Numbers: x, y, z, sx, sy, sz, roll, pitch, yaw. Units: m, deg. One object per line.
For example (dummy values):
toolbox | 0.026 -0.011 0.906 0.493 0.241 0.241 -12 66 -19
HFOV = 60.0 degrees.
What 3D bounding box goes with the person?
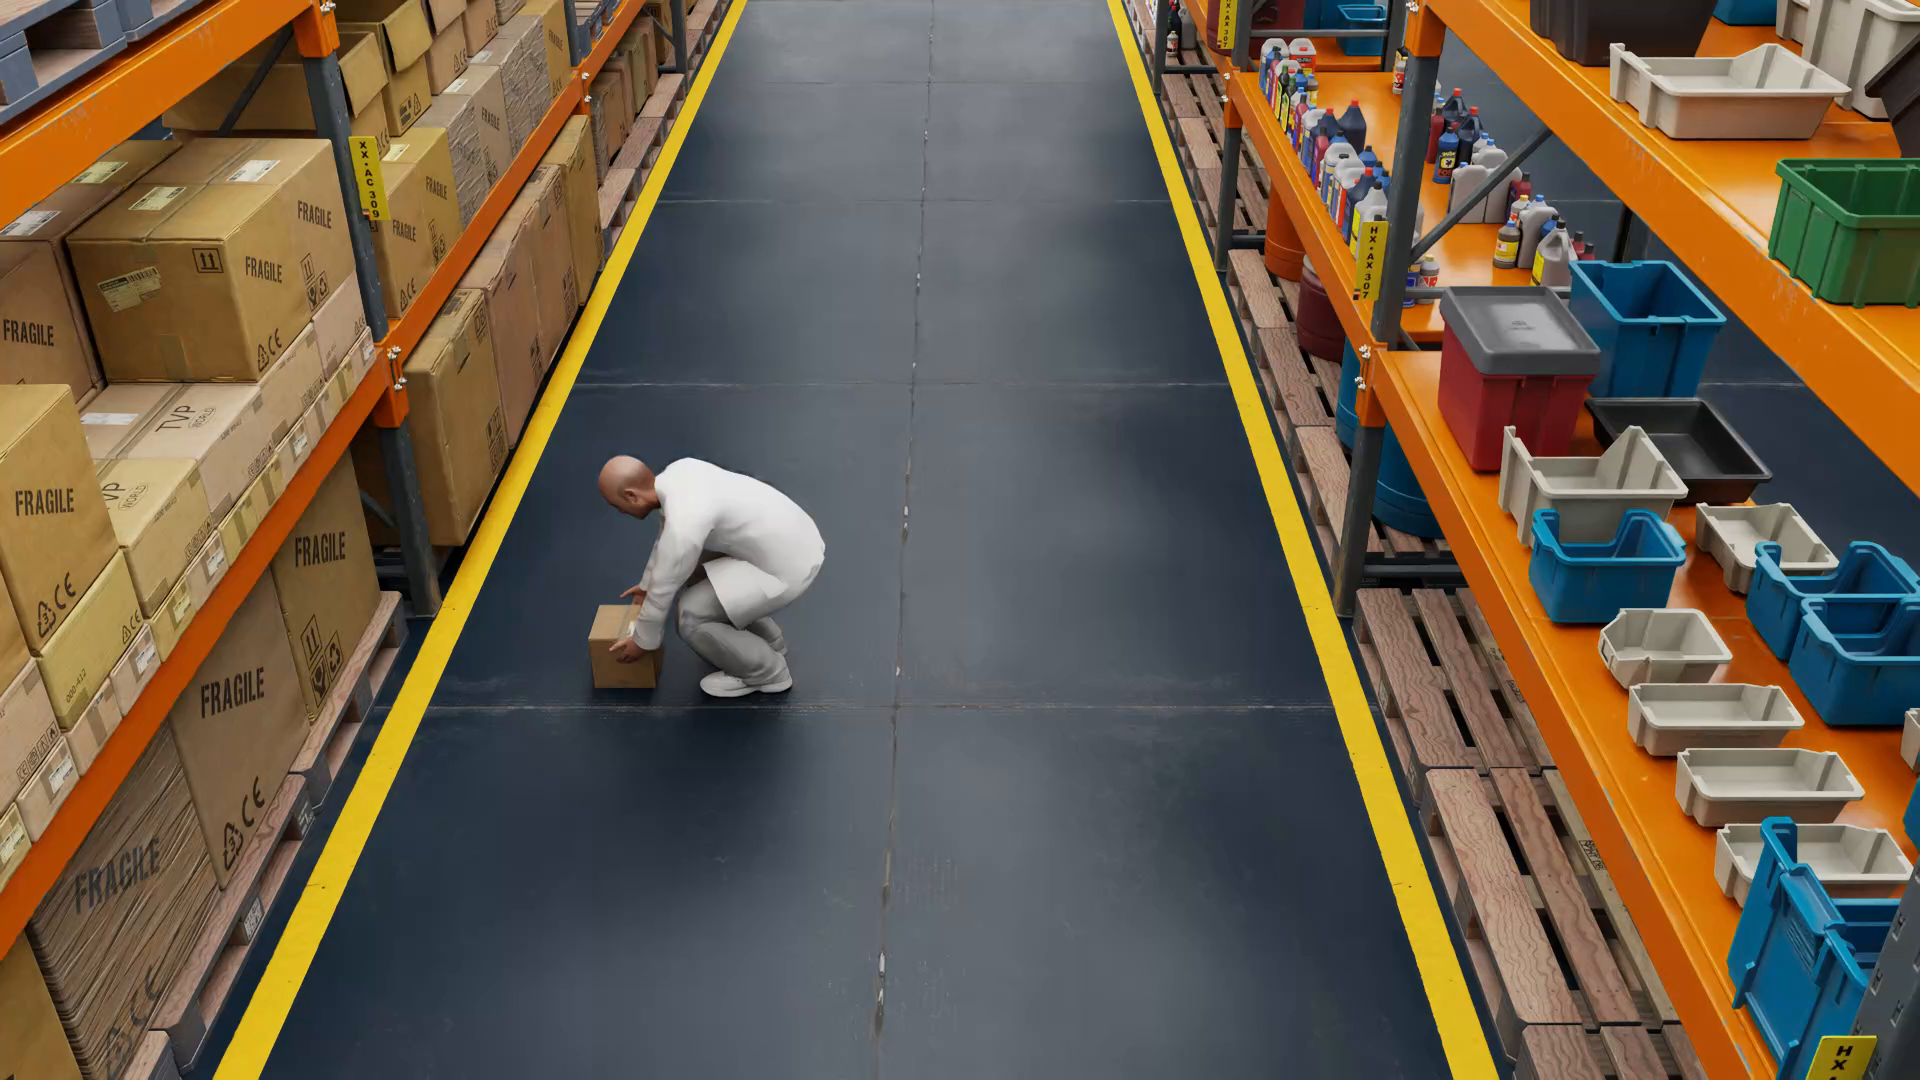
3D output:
person | -0.983 0.120 6.675 0.885 1.029 0.609 0 31 0
